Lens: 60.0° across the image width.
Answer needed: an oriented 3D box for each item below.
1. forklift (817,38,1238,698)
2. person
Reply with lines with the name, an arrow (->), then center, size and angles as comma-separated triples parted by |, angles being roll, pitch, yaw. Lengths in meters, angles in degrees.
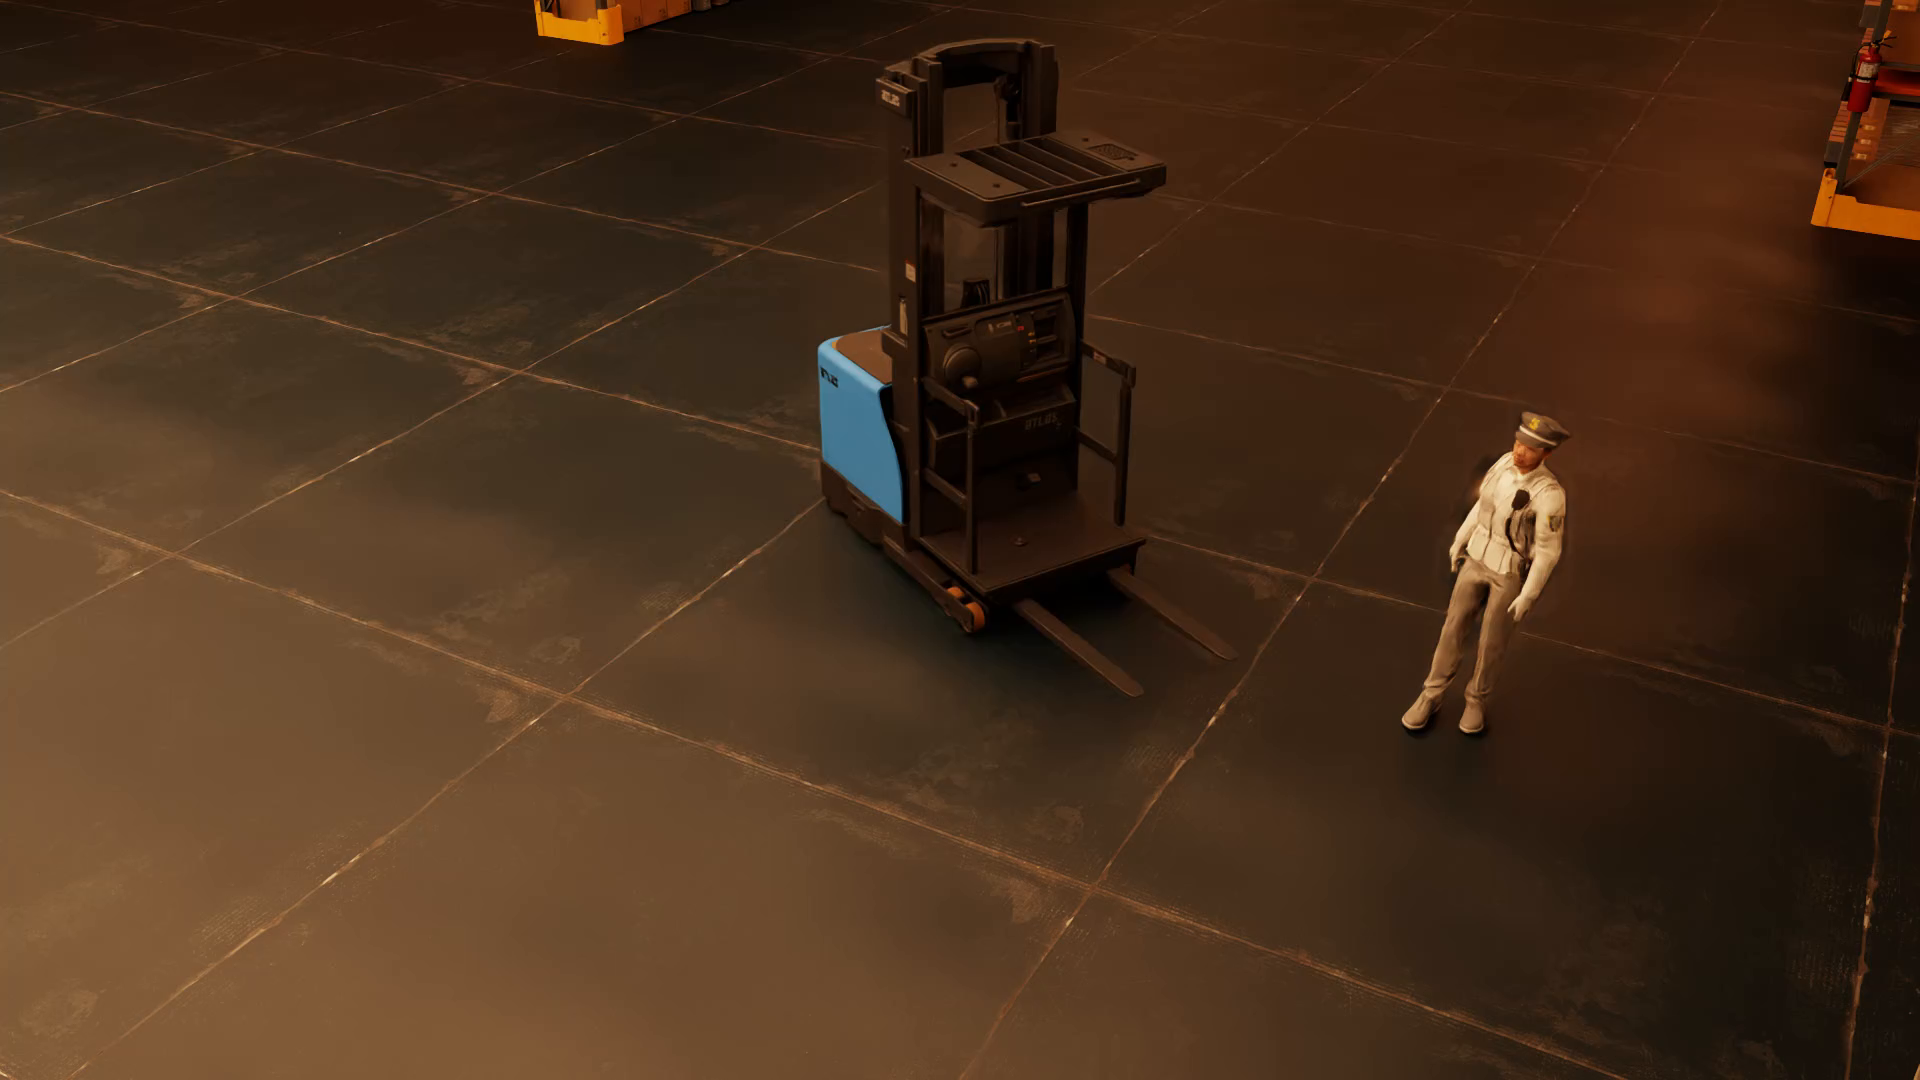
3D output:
forklift -> 0.341, -1.029, 8.853 | 1.130, 2.935, 3.031 | -17, 34, -27
person -> 2.517, 0.166, 8.012 | 0.612, 1.695, 0.576 | -13, 32, -21
